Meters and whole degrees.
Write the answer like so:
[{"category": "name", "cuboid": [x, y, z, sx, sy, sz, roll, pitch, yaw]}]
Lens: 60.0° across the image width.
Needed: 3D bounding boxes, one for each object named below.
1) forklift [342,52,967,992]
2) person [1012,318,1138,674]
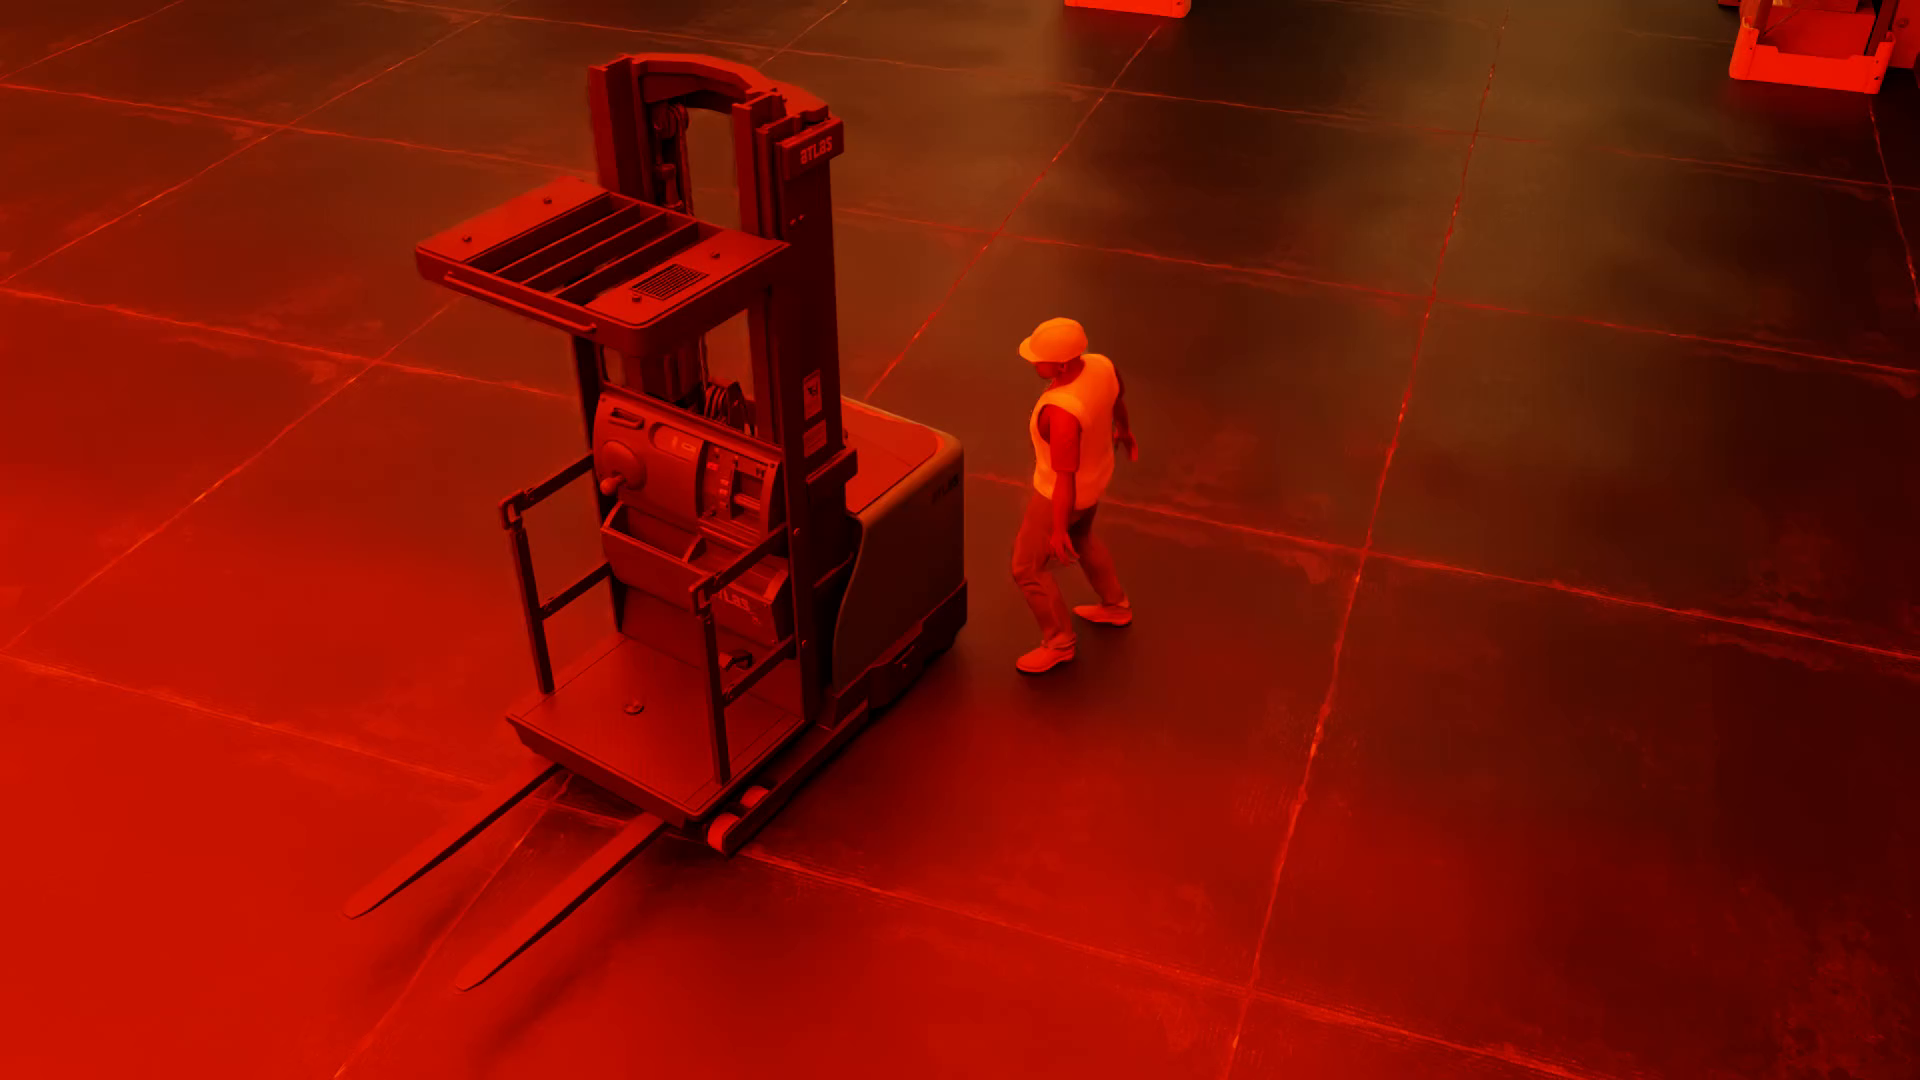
[{"category": "forklift", "cuboid": [-1.209, -0.225, 6.428, 1.130, 2.935, 3.031, 21, 41, 27]}, {"category": "person", "cuboid": [0.552, -0.267, 7.584, 0.488, 1.736, 0.905, 17, 39, 22]}]
